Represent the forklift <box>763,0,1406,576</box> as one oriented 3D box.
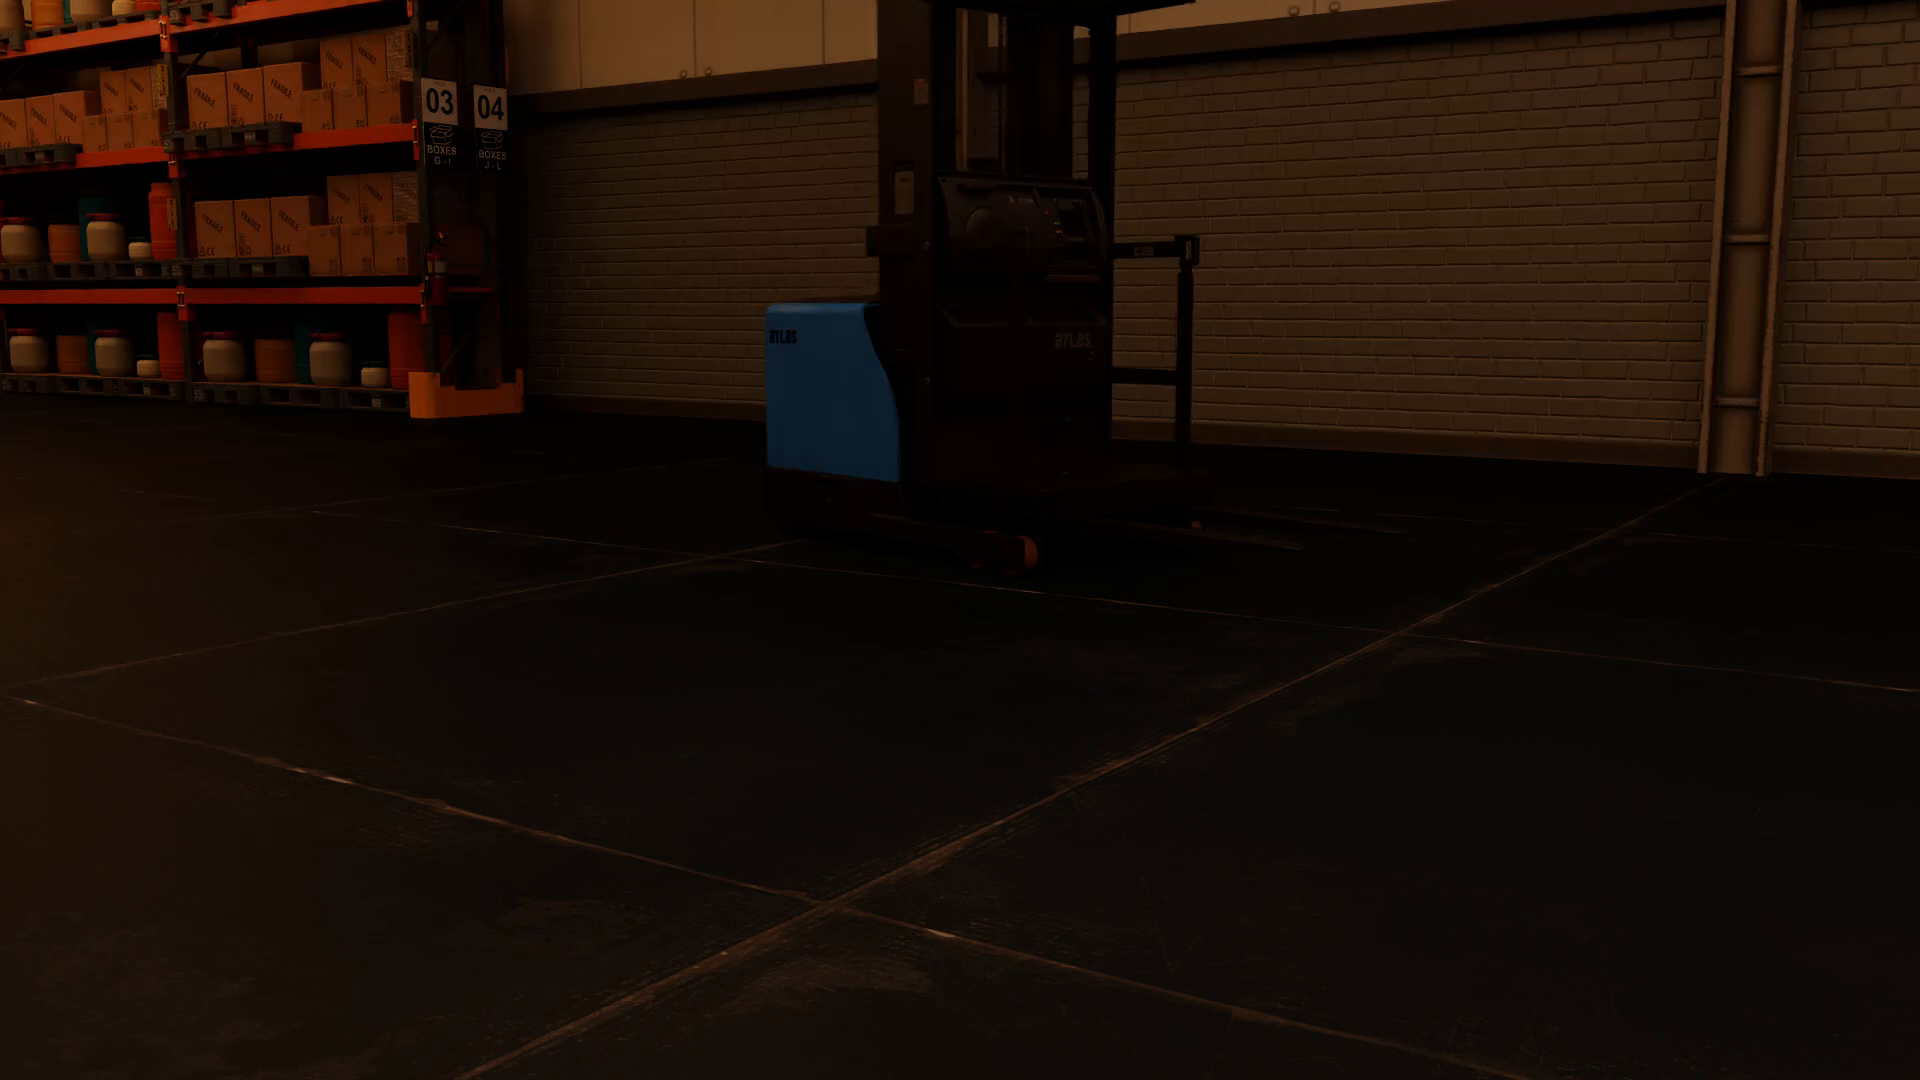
[{"bbox_3d":[0.420,-1.387,6.949,1.130,2.935,3.031,-7,11,-41],"label":"forklift"}]
